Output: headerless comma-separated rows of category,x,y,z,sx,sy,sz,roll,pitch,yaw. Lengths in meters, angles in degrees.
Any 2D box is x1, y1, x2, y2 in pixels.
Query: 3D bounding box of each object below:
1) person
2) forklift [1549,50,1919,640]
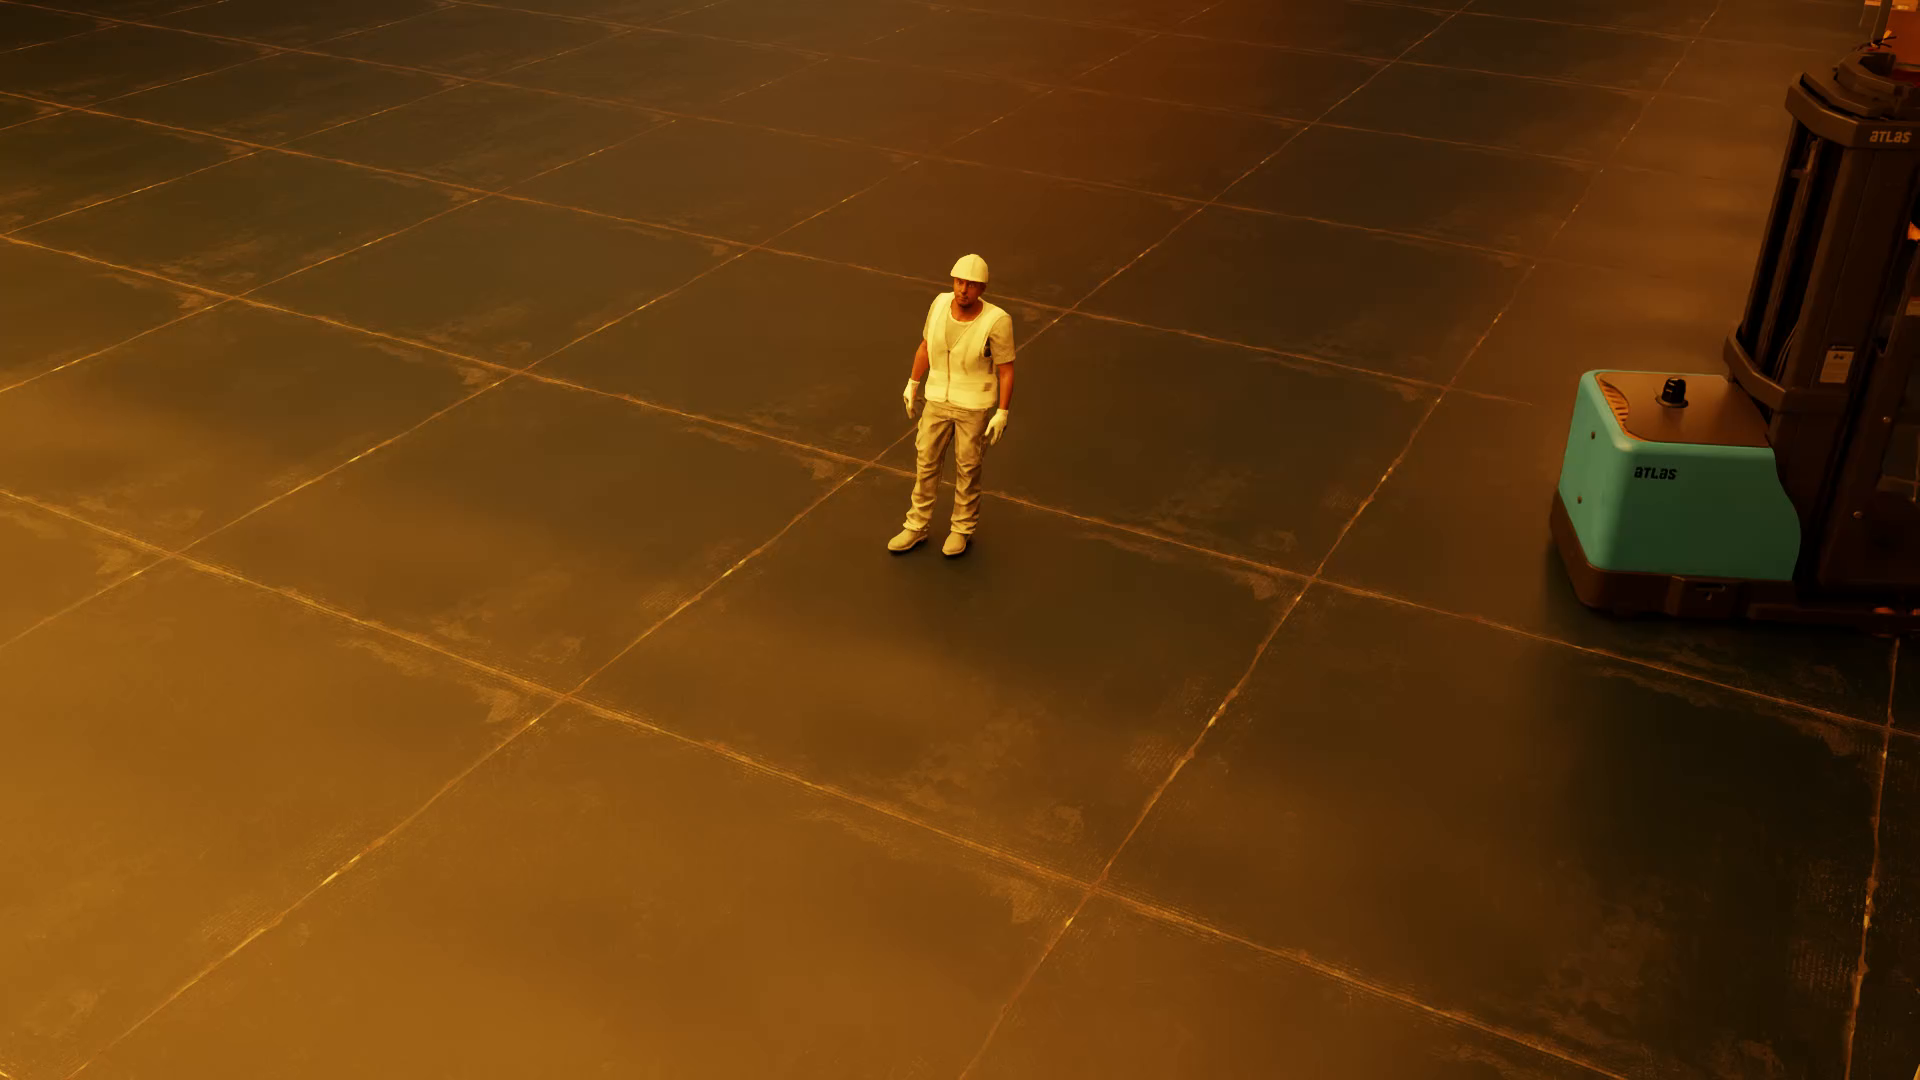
person,-0.043,-0.749,9.502,0.657,1.785,0.575,15,33,25
forklift,5.006,-1.006,8.813,3.031,2.935,1.130,3,30,6
